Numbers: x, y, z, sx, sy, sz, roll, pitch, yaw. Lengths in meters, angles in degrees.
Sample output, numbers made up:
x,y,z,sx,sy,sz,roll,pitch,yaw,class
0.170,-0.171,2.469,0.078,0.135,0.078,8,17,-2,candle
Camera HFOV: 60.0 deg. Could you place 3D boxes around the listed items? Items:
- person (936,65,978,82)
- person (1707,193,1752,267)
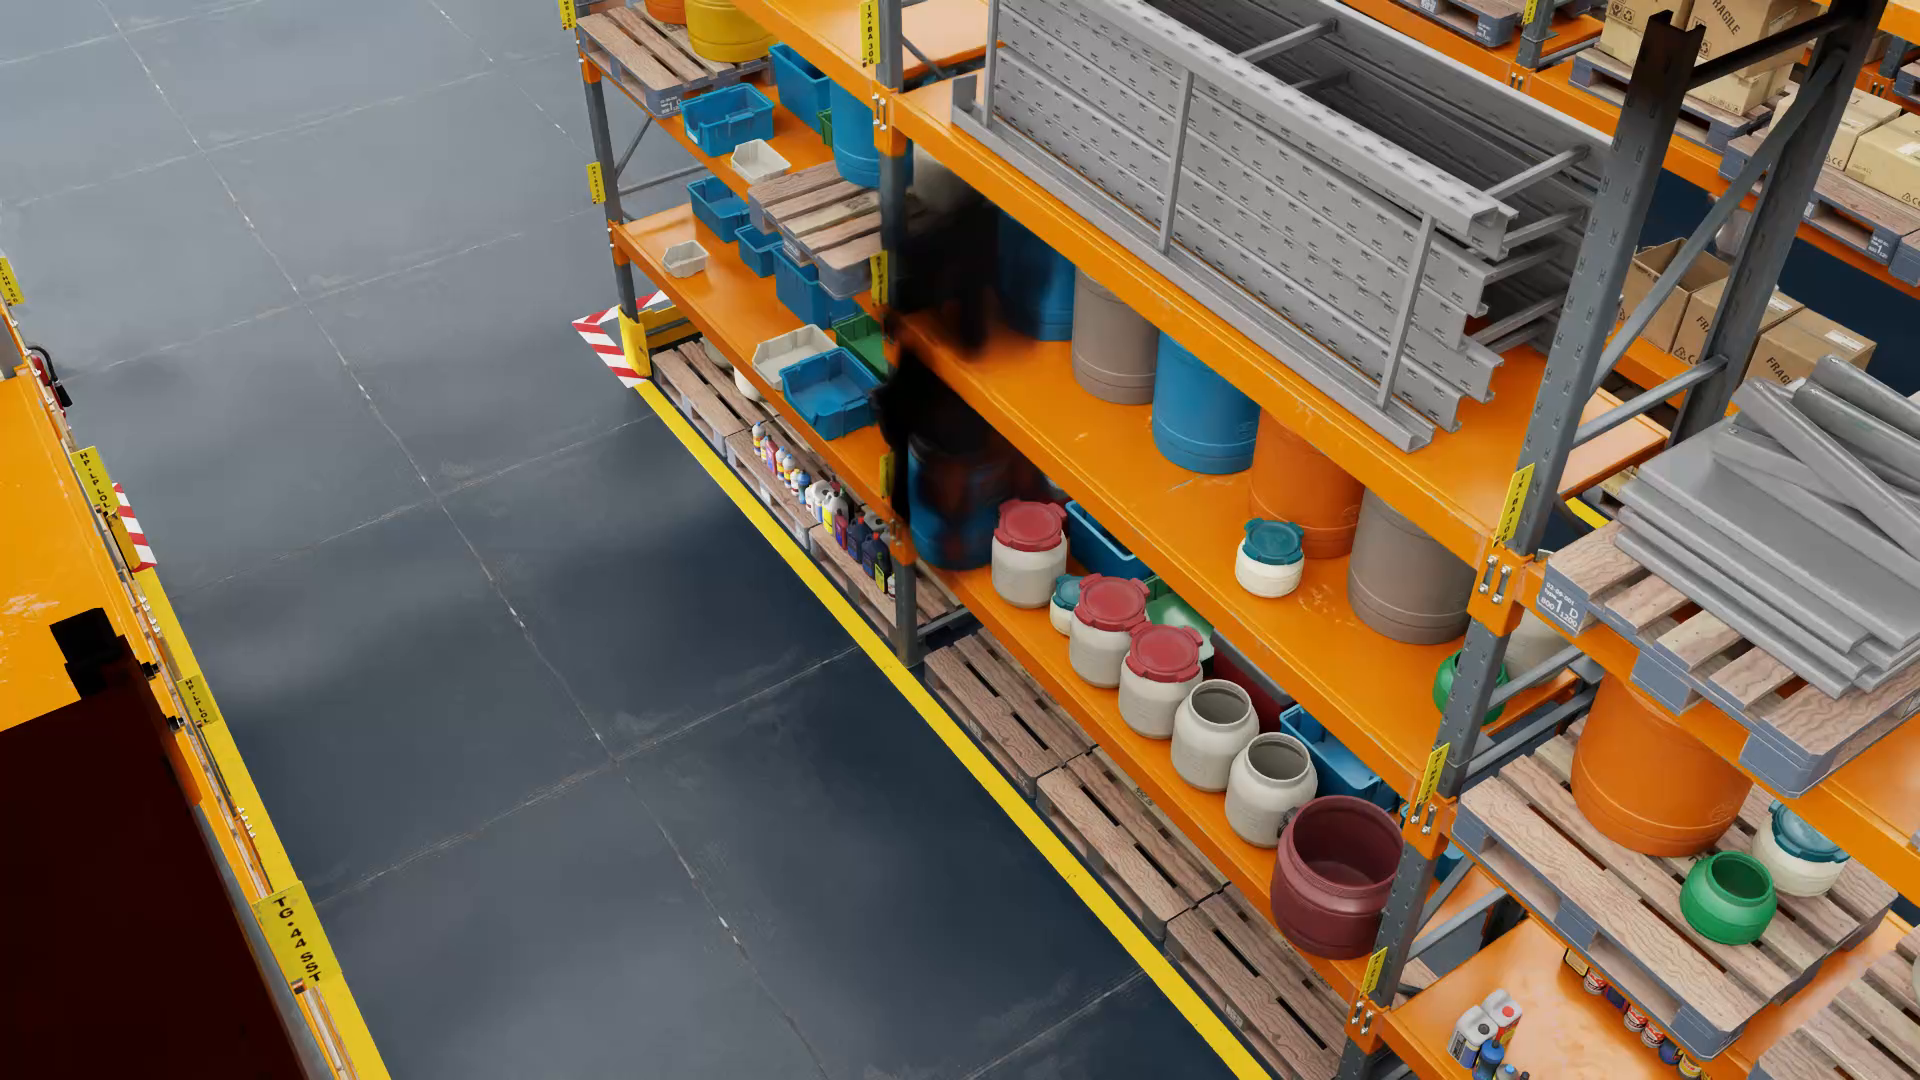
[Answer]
x,y,z,sx,sy,sz,roll,pitch,yaw,class
-0.010,-4.793,15.762,0.788,1.701,0.586,-3,43,-4,person
6.268,-2.579,13.278,0.722,1.746,0.594,-32,52,-30,person
